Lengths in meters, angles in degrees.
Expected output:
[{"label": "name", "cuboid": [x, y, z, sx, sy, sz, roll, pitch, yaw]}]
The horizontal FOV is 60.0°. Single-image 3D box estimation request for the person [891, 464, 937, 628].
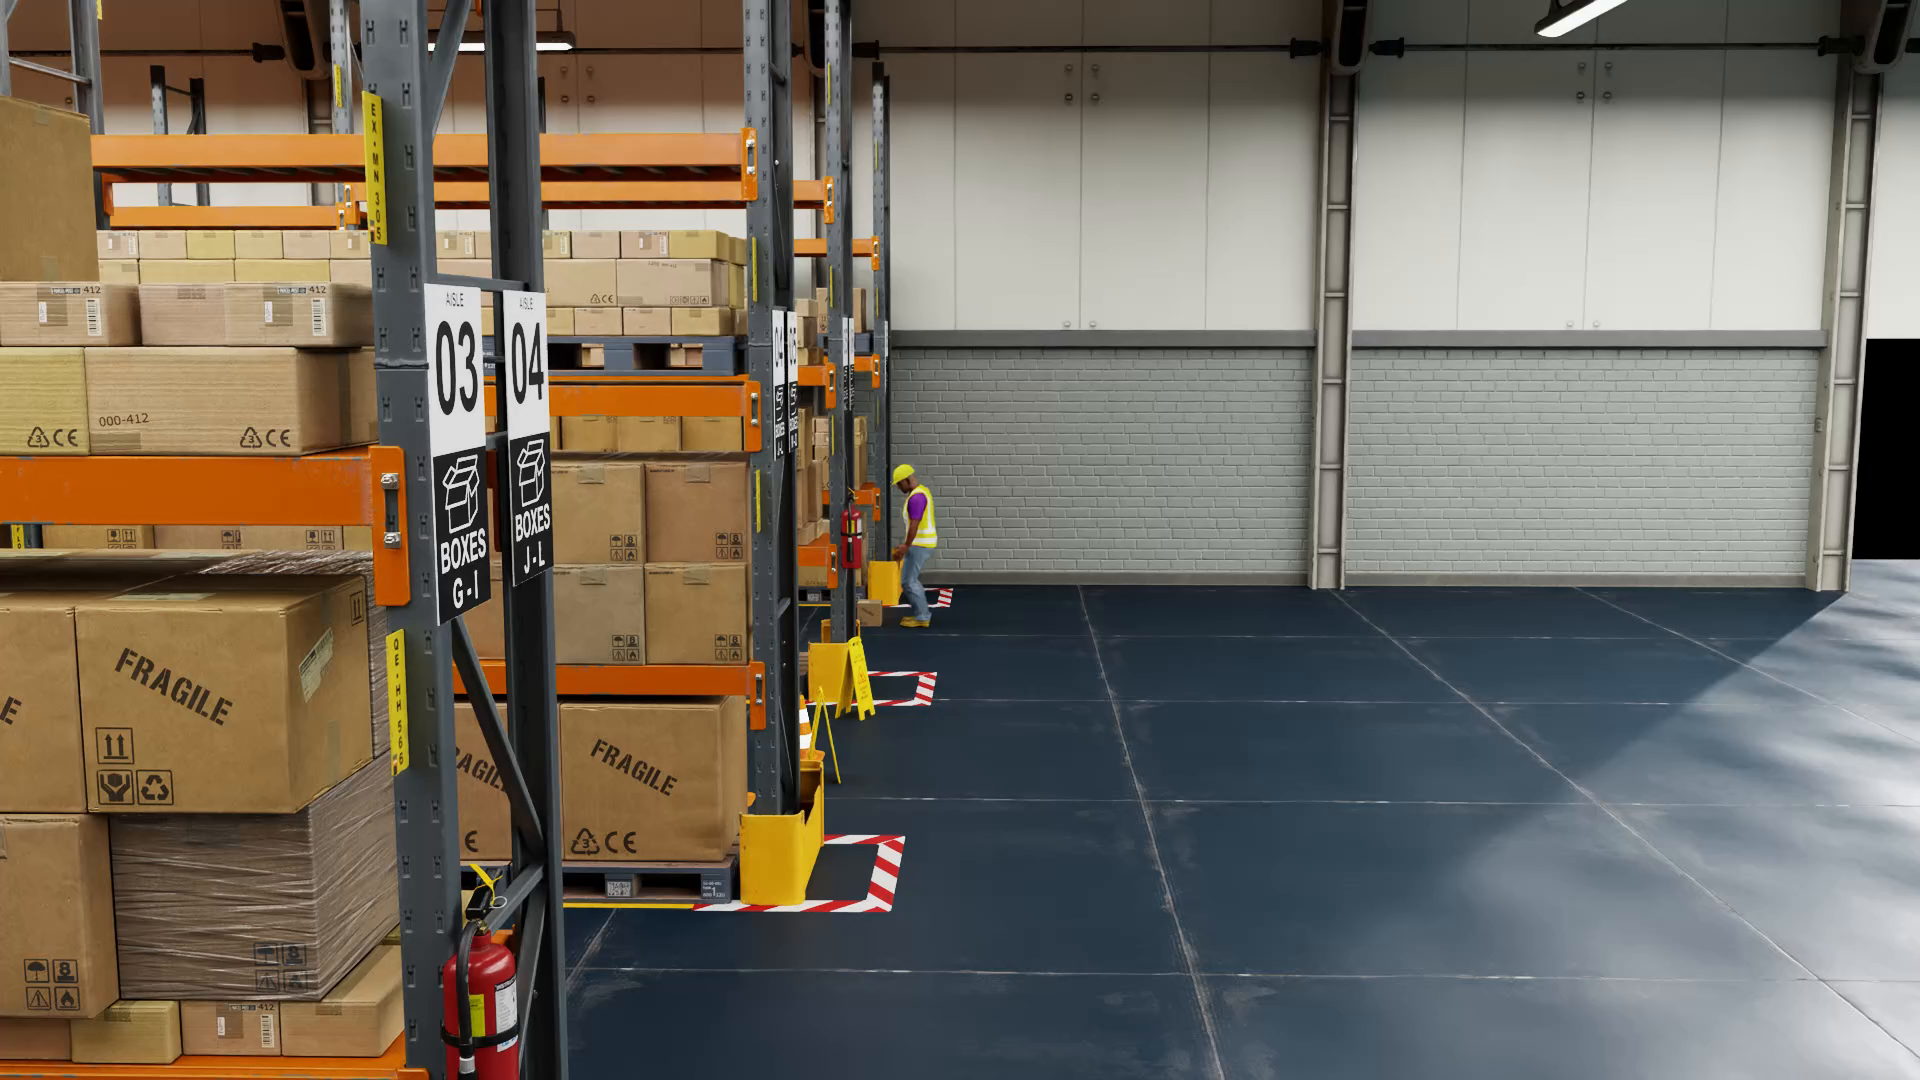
[{"label": "person", "cuboid": [-0.482, 0.054, 17.493, 0.471, 1.707, 0.454, 0, 7, 3]}]
